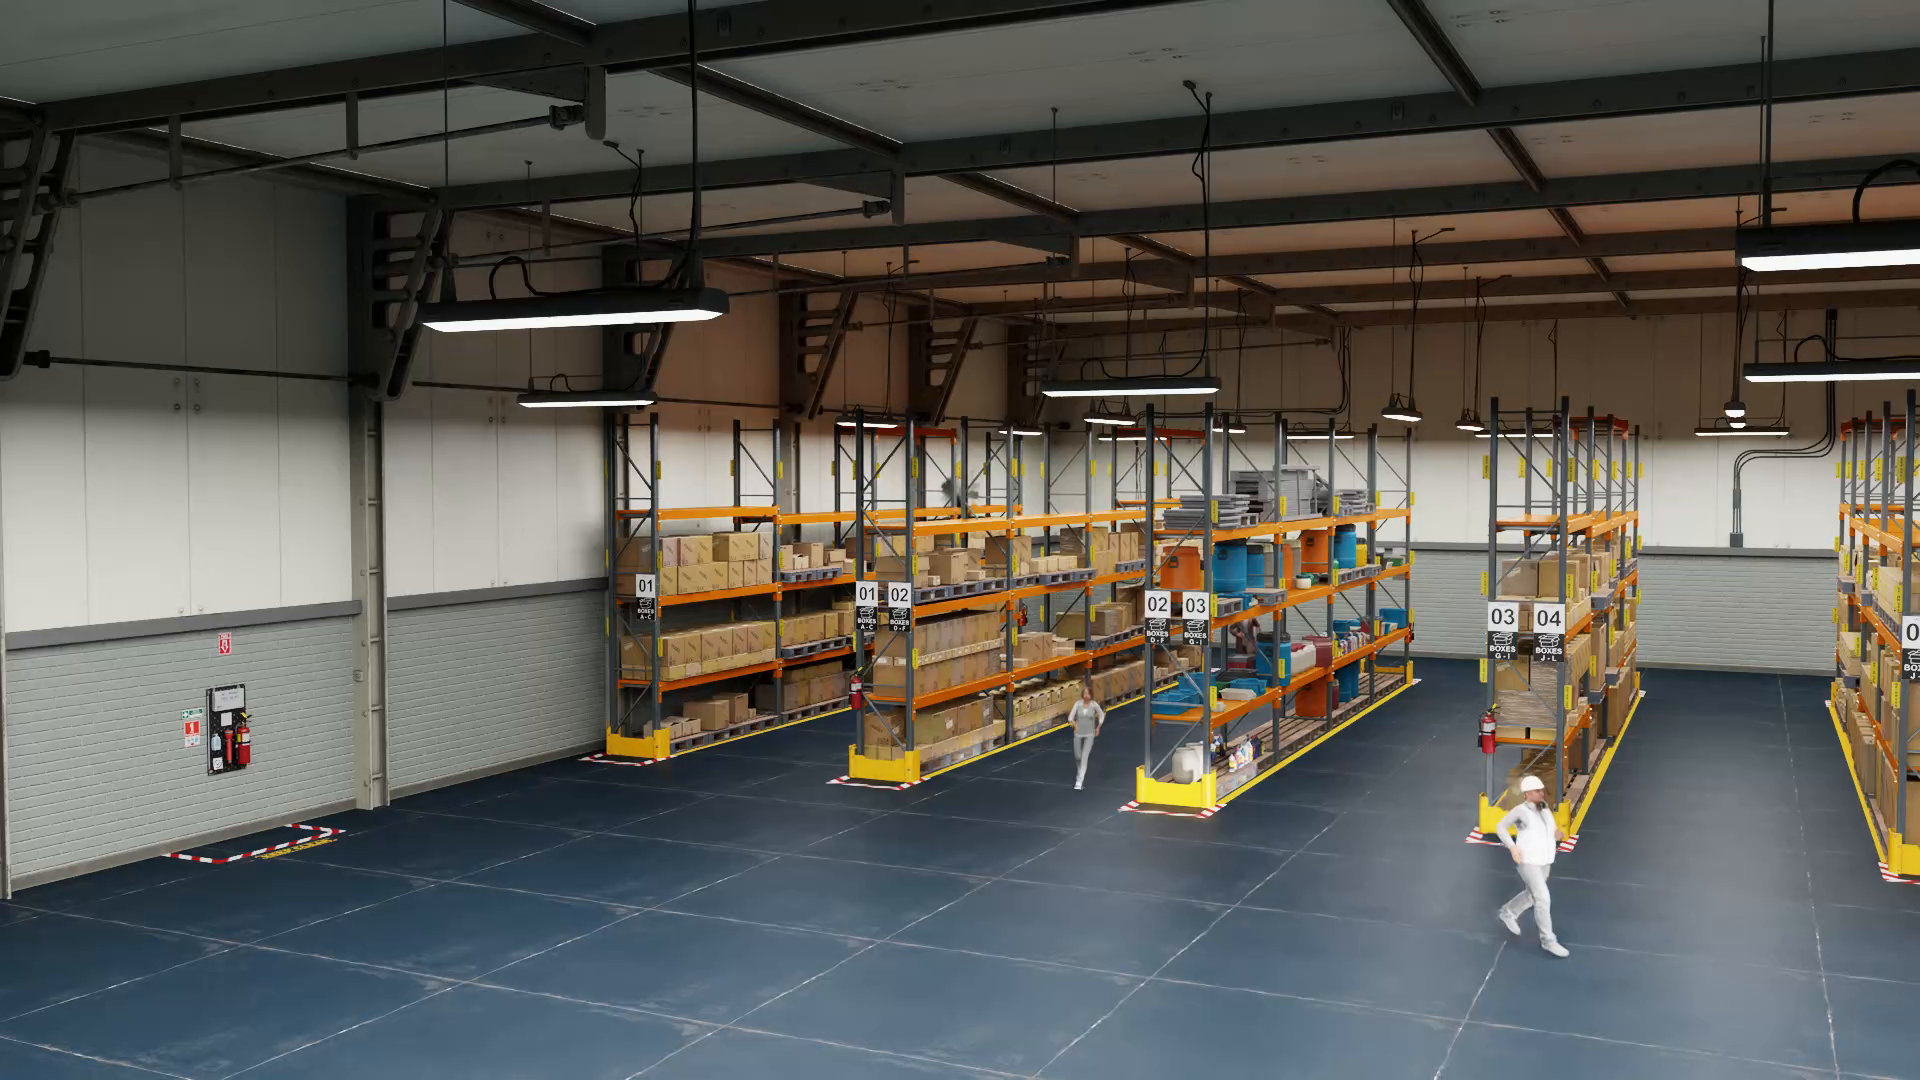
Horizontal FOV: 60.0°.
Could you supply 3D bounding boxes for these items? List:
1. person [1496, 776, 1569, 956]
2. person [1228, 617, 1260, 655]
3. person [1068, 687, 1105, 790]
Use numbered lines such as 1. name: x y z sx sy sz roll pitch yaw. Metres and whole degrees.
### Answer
1. person: 6.000 3.355 17.388 0.651 1.768 0.956 -2 3 -35
2. person: 6.676 2.476 39.072 0.745 1.837 0.923 0 2 10
3. person: 1.992 3.106 26.298 0.569 1.587 0.820 0 2 11
